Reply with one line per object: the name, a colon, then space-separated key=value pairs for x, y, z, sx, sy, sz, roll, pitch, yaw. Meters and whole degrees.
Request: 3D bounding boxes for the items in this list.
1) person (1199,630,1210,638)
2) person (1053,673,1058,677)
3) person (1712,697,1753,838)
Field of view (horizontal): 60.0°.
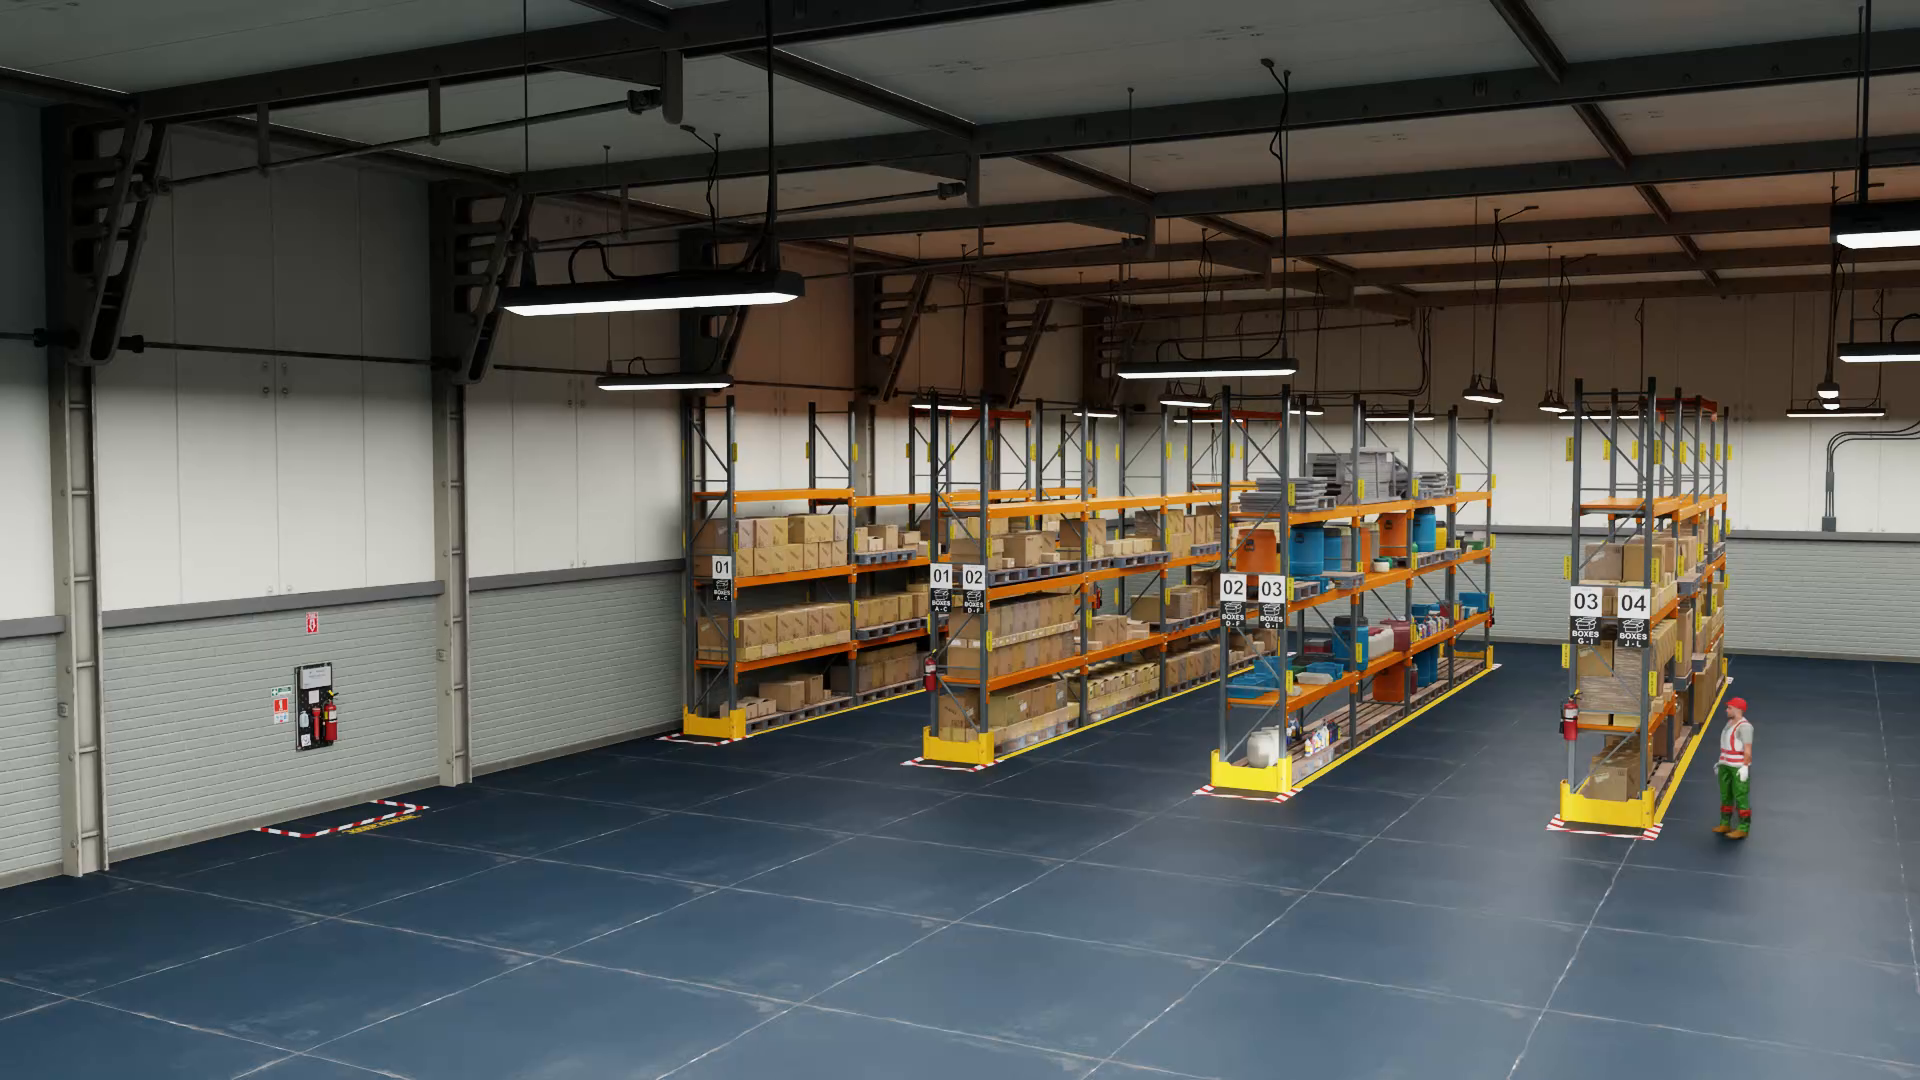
person: x=6.422 y=1.933 z=43.566 sx=0.436 sy=1.596 sz=0.457 roll=0 pitch=3 yaw=8
person: x=1.858 y=2.316 z=34.193 sx=0.459 sy=1.783 sz=0.596 roll=1 pitch=3 yaw=11
person: x=10.091 y=2.950 z=21.720 sx=0.402 sy=1.795 sz=0.592 roll=-1 pitch=3 yaw=-17
